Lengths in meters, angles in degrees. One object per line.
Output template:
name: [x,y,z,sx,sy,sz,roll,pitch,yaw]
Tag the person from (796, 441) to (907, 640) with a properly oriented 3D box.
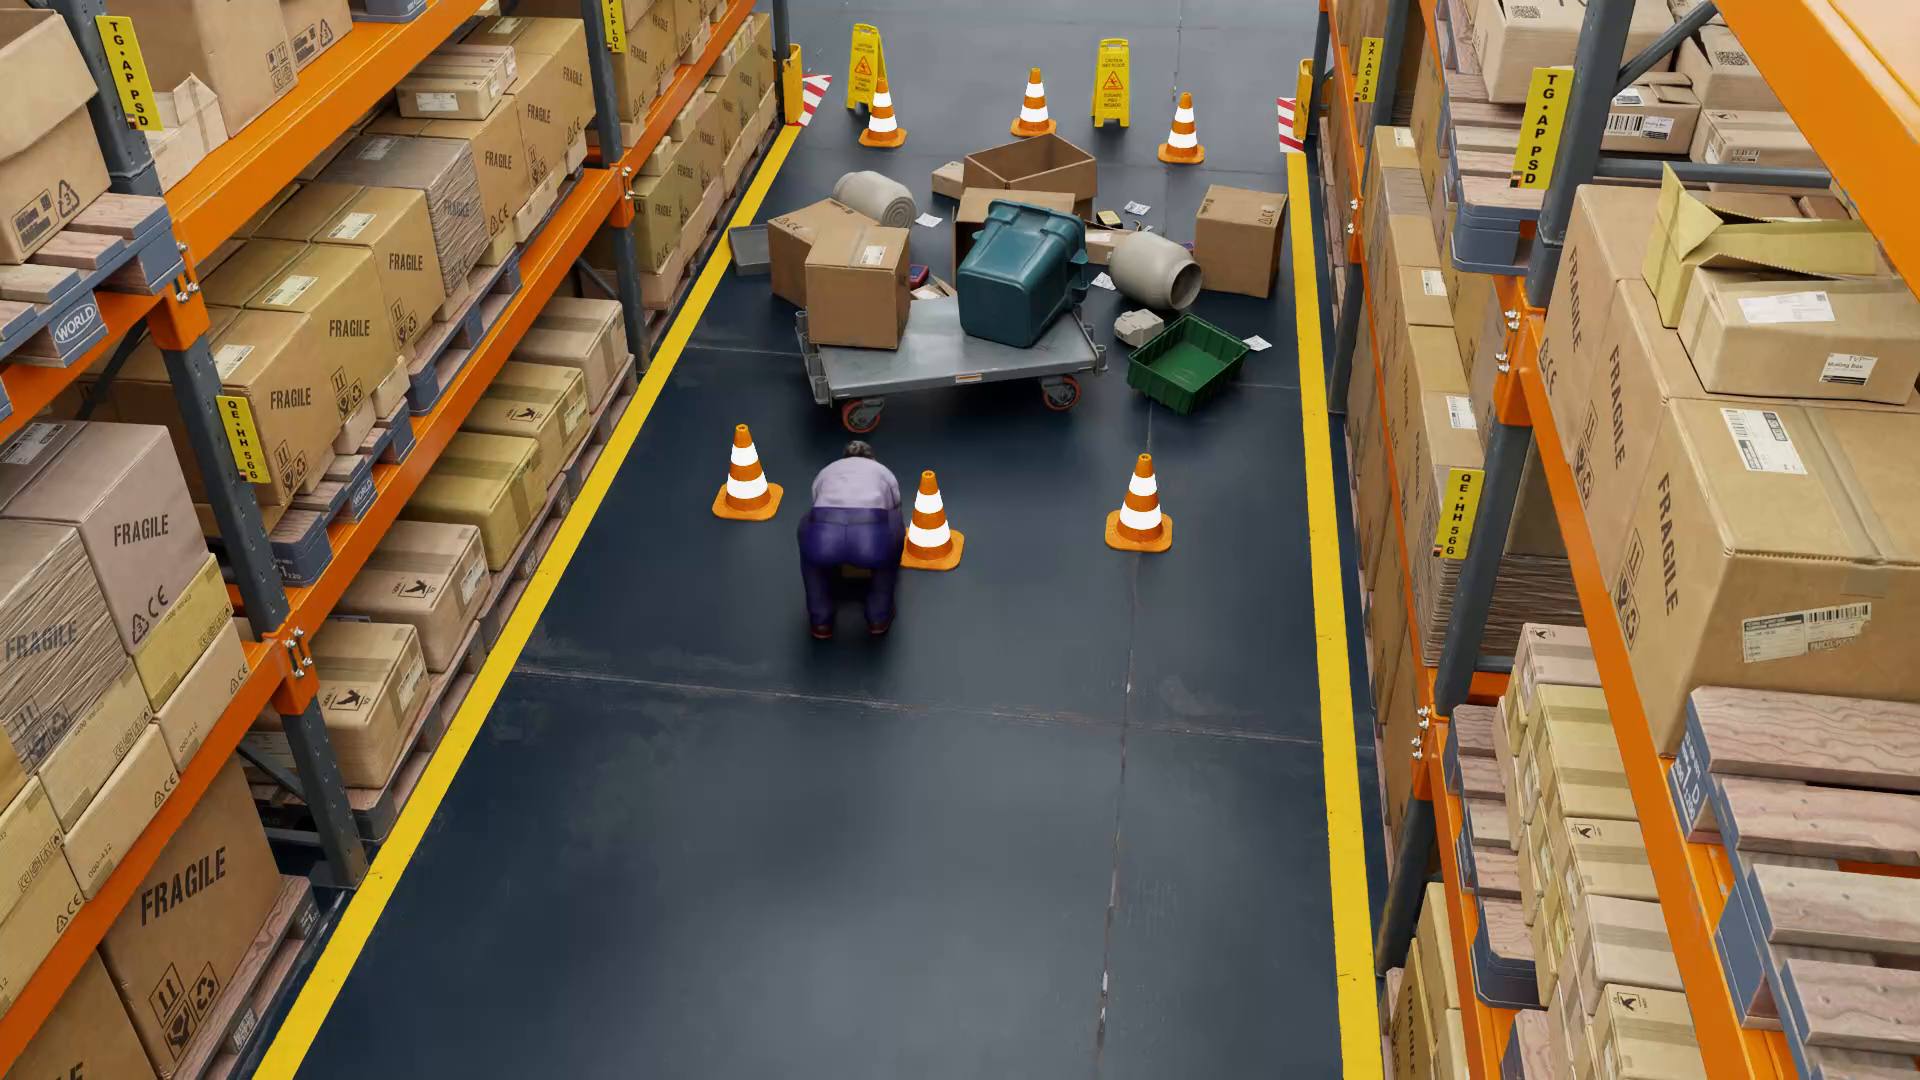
person: [-0.509,-0.005,7.781,0.515,0.808,0.904,1,36,1]
